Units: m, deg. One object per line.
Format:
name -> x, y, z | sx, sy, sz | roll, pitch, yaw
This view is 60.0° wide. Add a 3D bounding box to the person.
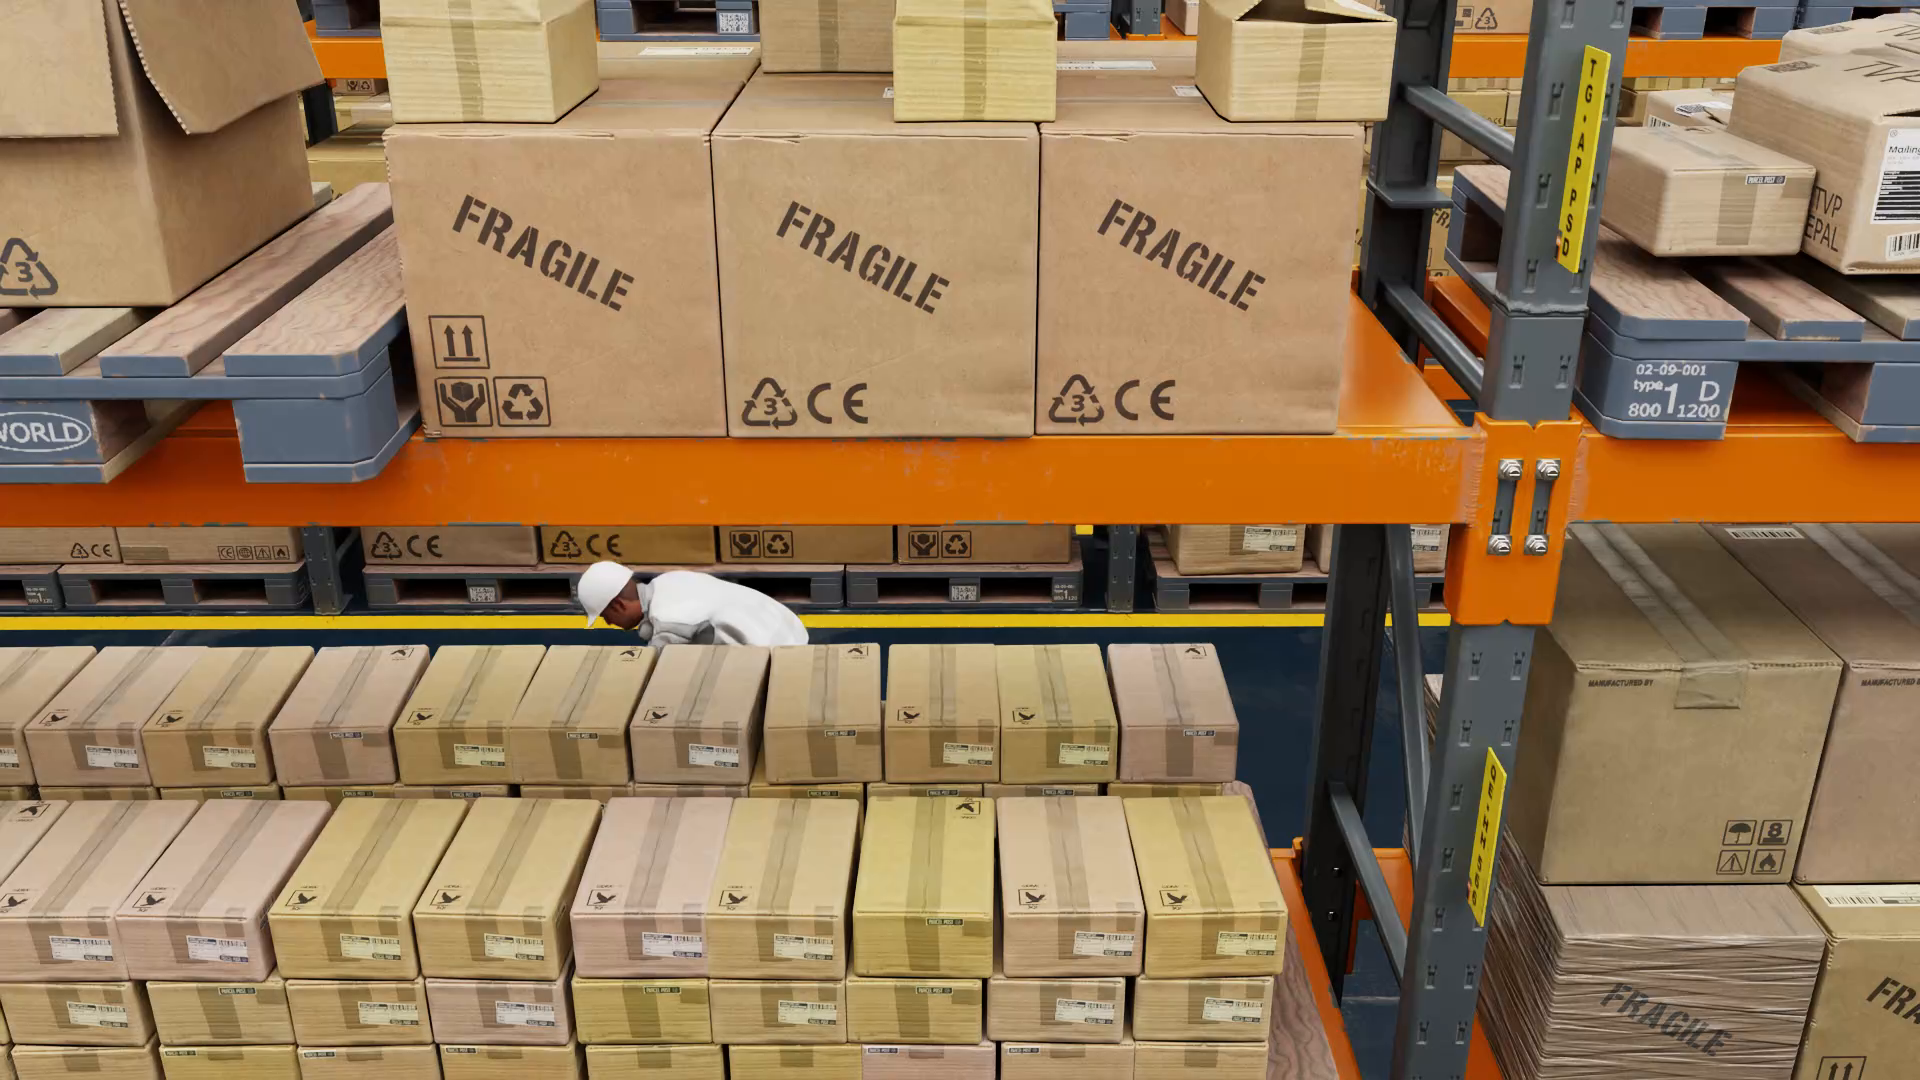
person -> -1.087, 0.518, 6.910 | 0.908, 0.961, 0.537 | 0, 24, -1
